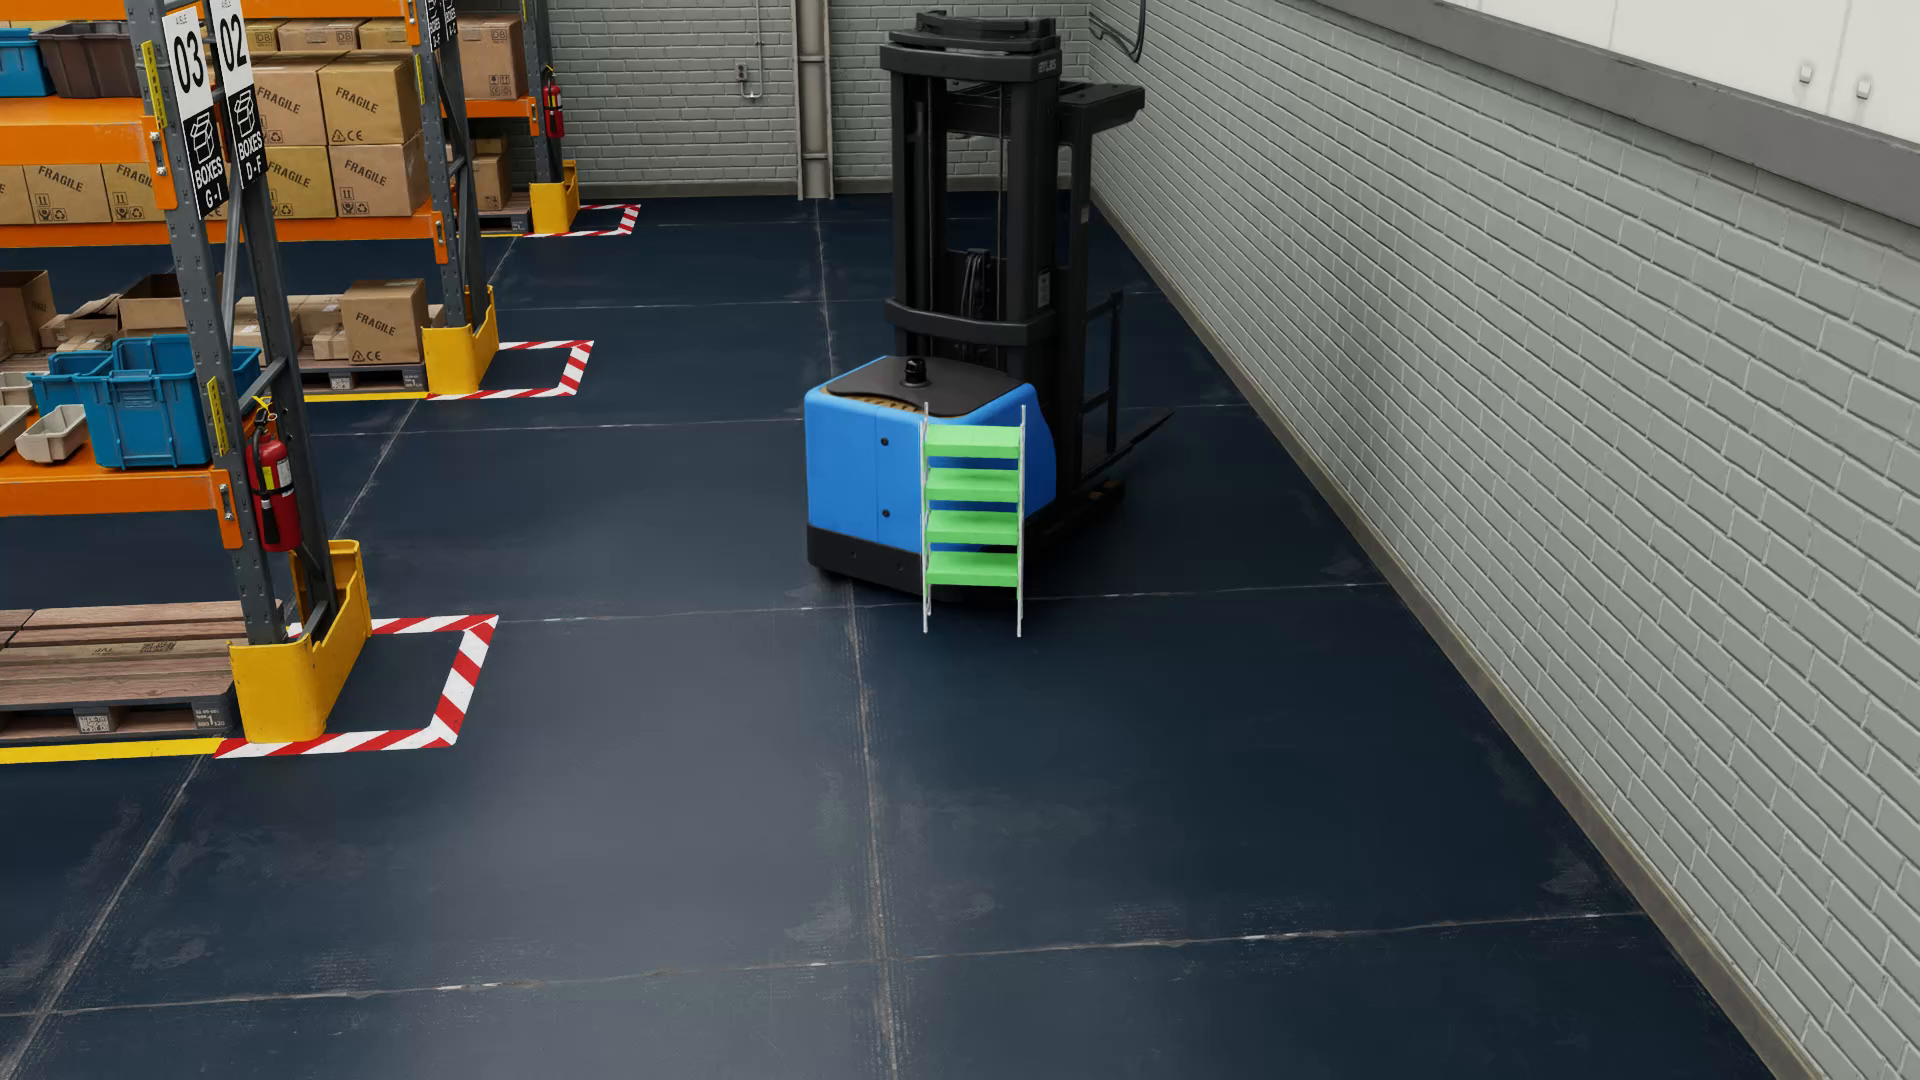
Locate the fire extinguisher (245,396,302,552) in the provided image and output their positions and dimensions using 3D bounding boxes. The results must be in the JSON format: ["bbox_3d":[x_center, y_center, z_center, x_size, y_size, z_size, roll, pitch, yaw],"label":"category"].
[{"bbox_3d":[-3.010,-0.285,7.251,0.183,0.674,0.296,-2,24,-5],"label":"fire extinguisher"}]

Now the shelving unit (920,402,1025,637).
[{"bbox_3d":[0.068,-0.092,8.461,0.503,1.200,0.258,2,28,4],"label":"shelving unit"}]

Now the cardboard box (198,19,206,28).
[{"bbox_3d":[-7.618,-4.665,16.183,0.700,0.700,0.980,-2,24,-4],"label":"cardboard box"}]

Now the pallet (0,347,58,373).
[{"bbox_3d":[-6.985,-1.263,12.332,1.213,0.211,1.003,-2,24,-5],"label":"pallet"}]

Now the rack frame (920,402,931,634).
[{"bbox_3d":[-0.175,-0.100,8.479,0.015,1.200,0.240,2,28,4],"label":"rack frame"}]

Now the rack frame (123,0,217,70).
[{"bbox_3d":[-3.205,-3.409,6.341,0.127,3.000,1.000,-2,24,-5],"label":"rack frame"}]

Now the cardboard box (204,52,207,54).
[{"bbox_3d":[-5.679,-3.199,11.900,0.500,0.500,0.500,-3,24,-6],"label":"cardboard box"}]

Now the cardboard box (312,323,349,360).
[{"bbox_3d":[-4.617,-1.476,12.323,0.250,0.166,0.380,-2,24,-5],"label":"cardboard box"}]

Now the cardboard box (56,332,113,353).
[{"bbox_3d":[-6.370,-1.385,12.119,0.250,0.166,0.380,-2,24,-5],"label":"cardboard box"}]

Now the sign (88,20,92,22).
[{"bbox_3d":[-8.096,-4.787,15.498,0.005,0.325,0.100,-2,24,-5],"label":"sign"}]

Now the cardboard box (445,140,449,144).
[{"bbox_3d":[-5.230,-3.861,16.505,0.250,0.149,0.380,-2,24,-4],"label":"cardboard box"}]

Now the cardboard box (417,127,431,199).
[{"bbox_3d":[-4.155,-2.805,12.244,0.500,0.500,0.500,-2,24,-4],"label":"cardboard box"}]

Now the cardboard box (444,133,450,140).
[{"bbox_3d":[-5.265,-4.015,16.853,0.250,0.149,0.380,-2,24,-5],"label":"cardboard box"}]

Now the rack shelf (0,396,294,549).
[{"bbox_3d":[-5.195,-0.259,7.526,4.000,0.370,1.077,-2,24,-5],"label":"rack shelf"}]

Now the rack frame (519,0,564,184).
[{"bbox_3d":[-4.179,-4.672,16.569,0.127,3.000,1.000,-2,24,-5],"label":"rack frame"}]

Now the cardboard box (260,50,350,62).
[{"bbox_3d":[-4.675,-3.238,11.987,0.500,0.500,0.500,-2,24,-5],"label":"cardboard box"}]

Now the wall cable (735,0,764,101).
[{"bbox_3d":[-2.997,-5.570,17.338,1.851,1.984,0.084,-2,24,-5],"label":"wall cable"}]

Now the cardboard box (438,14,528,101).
[{"bbox_3d":[-4.685,-4.785,16.453,0.700,0.700,0.980,-1,24,-3],"label":"cardboard box"}]

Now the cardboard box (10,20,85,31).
[{"bbox_3d":[-8.599,-4.924,15.698,0.500,0.250,0.500,-2,24,-4],"label":"cardboard box"}]

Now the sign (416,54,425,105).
[{"bbox_3d":[-3.653,-3.119,11.259,0.005,0.325,0.100,-2,24,-5],"label":"sign"}]

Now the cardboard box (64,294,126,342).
[{"bbox_3d":[-6.383,-1.650,12.539,0.500,0.311,0.500,-2,24,-5],"label":"cardboard box"}]

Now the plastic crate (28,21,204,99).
[{"bbox_3d":[-3.615,-2.076,7.196,0.590,0.269,0.497,-2,24,-5],"label":"plastic crate"}]

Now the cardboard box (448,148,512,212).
[{"bbox_3d":[-4.865,-3.654,16.838,0.500,0.500,0.700,-2,24,-5],"label":"cardboard box"}]

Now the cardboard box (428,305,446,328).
[{"bbox_3d":[-4.138,-1.691,12.829,0.250,0.149,0.380,-2,24,-5],"label":"cardboard box"}]

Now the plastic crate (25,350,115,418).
[{"bbox_3d":[-4.138,-0.716,7.800,0.300,0.233,0.416,-2,24,-5],"label":"plastic crate"}]

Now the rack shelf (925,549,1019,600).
[{"bbox_3d":[0.070,0.177,8.602,0.480,0.148,0.258,2,28,4],"label":"rack shelf"}]

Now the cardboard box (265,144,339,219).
[{"bbox_3d":[-4.623,-2.566,11.707,0.500,0.500,0.500,-2,24,-5],"label":"cardboard box"}]

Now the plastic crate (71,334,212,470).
[{"bbox_3d":[-3.520,-0.623,7.340,0.499,0.435,0.616,-2,24,-5],"label":"plastic crate"}]

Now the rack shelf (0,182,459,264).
[{"bbox_3d":[-5.678,-2.262,12.031,4.000,0.370,1.077,-2,24,-5],"label":"rack shelf"}]

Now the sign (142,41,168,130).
[{"bbox_3d":[-3.135,-1.769,6.473,0.005,0.325,0.100,-2,24,-5],"label":"sign"}]

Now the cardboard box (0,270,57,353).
[{"bbox_3d":[-7.130,-1.707,12.433,0.500,0.500,0.500,-2,24,-5],"label":"cardboard box"}]

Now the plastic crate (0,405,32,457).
[{"bbox_3d":[-4.288,-0.463,7.350,0.243,0.136,0.396,-2,24,-5],"label":"plastic crate"}]

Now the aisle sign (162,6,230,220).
[{"bbox_3d":[-3.104,-1.740,6.772,0.004,0.787,0.394,-2,24,-5],"label":"aisle sign"}]

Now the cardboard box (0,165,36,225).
[{"bbox_3d":[-6.625,-2.488,11.532,0.500,0.500,0.500,-2,24,-4],"label":"cardboard box"}]

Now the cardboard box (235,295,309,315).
[{"bbox_3d":[-5.252,-1.668,12.653,0.500,0.250,0.500,-2,24,-5],"label":"cardboard box"}]

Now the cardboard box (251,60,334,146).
[{"bbox_3d":[-4.607,-3.023,11.505,0.500,0.500,0.500,-2,24,-4],"label":"cardboard box"}]

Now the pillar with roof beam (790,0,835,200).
[{"bbox_3d":[-1.154,-6.131,12.465,0.400,9.000,9.100,-2,24,-5],"label":"pillar with roof beam"}]

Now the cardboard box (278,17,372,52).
[{"bbox_3d":[-6.168,-4.725,16.317,0.700,0.700,0.980,-3,24,-8],"label":"cardboard box"}]

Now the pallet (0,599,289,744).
[{"bbox_3d":[-4.029,0.624,8.087,1.213,0.211,1.003,-2,24,-5],"label":"pallet"}]

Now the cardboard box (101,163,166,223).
[{"bbox_3d":[-5.621,-2.528,11.622,0.500,0.500,0.500,-3,24,-6],"label":"cardboard box"}]

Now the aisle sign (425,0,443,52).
[{"bbox_3d":[-3.590,-3.737,11.264,0.004,0.787,0.394,-2,24,-5],"label":"aisle sign"}]

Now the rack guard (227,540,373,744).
[{"bbox_3d":[-3.182,0.468,8.081,0.348,0.500,1.175,-2,24,-5],"label":"rack guard"}]

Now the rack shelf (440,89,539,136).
[{"bbox_3d":[-6.169,-4.264,16.535,4.000,0.370,1.077,-2,24,-5],"label":"rack shelf"}]

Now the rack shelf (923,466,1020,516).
[{"bbox_3d":[0.067,-0.249,8.380,0.480,0.148,0.258,2,28,4],"label":"rack shelf"}]

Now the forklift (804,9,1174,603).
[{"bbox_3d":[0.354,-1.558,9.646,1.130,2.935,3.031,14,28,29],"label":"forklift"}]
